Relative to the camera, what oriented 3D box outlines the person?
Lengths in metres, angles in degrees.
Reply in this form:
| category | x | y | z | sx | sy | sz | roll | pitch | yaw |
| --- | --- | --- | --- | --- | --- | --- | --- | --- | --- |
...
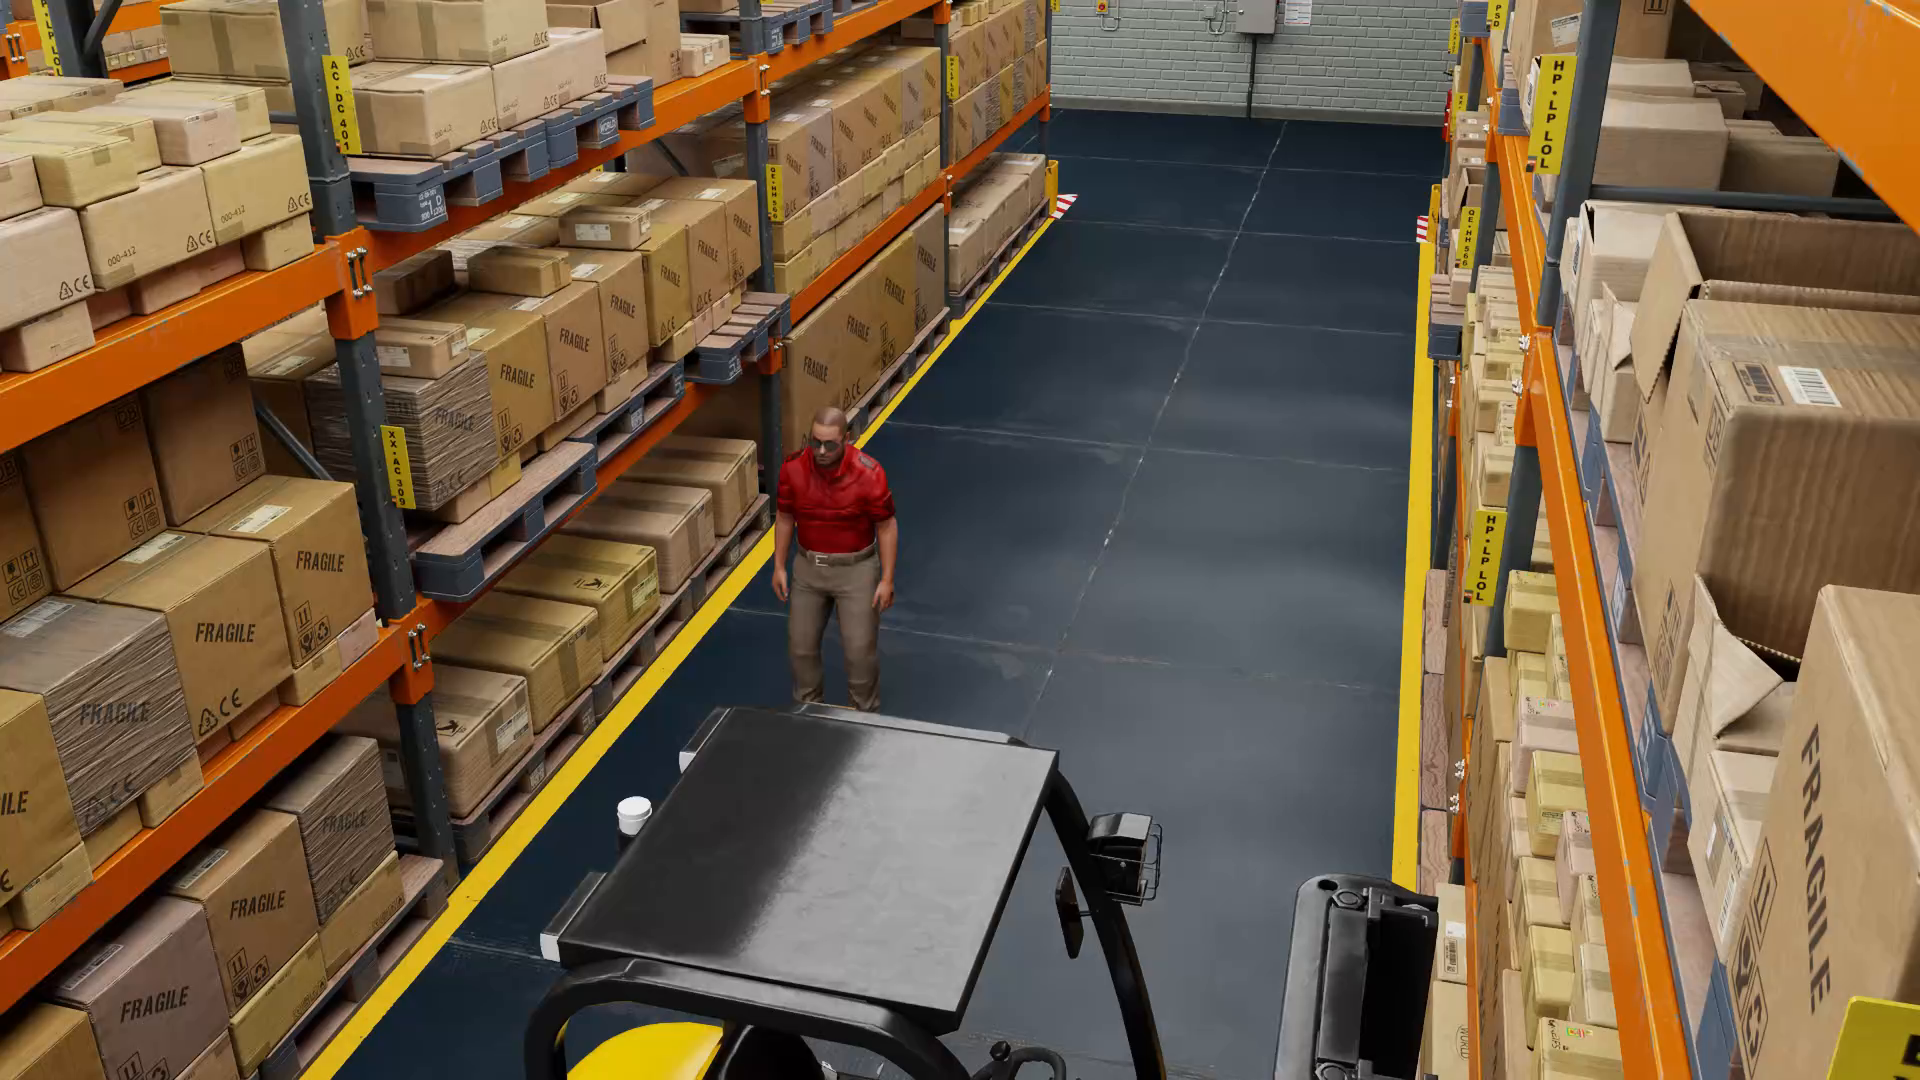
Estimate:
| category | x | y | z | sx | sy | sz | roll | pitch | yaw |
| --- | --- | --- | --- | --- | --- | --- | --- | --- | --- |
| person | -0.586 | 0.174 | 7.754 | 0.593 | 1.726 | 0.395 | 6 | 26 | 12 |
